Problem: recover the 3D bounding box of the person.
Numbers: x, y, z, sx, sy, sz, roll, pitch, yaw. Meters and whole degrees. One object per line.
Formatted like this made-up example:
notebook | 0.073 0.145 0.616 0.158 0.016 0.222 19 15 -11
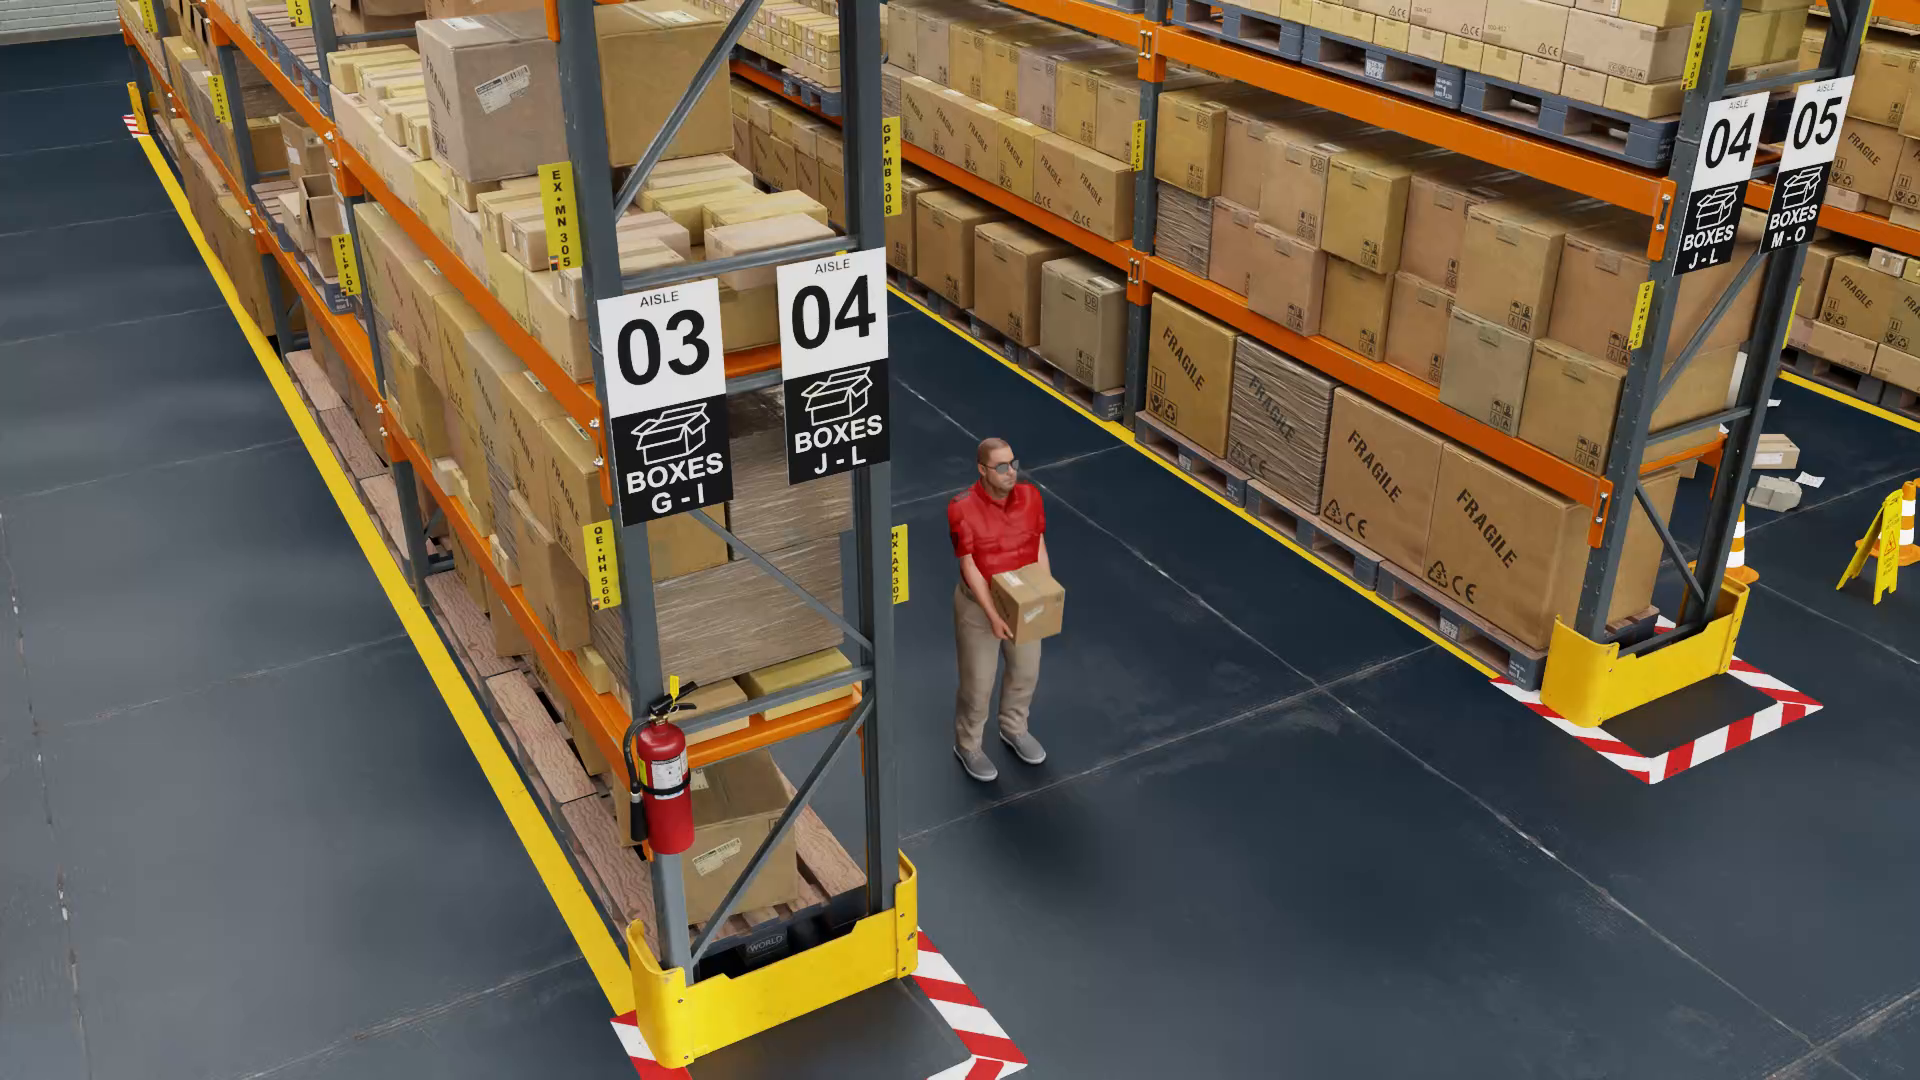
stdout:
person | 0.237 0.359 7.941 0.493 1.712 0.537 -16 32 -26
